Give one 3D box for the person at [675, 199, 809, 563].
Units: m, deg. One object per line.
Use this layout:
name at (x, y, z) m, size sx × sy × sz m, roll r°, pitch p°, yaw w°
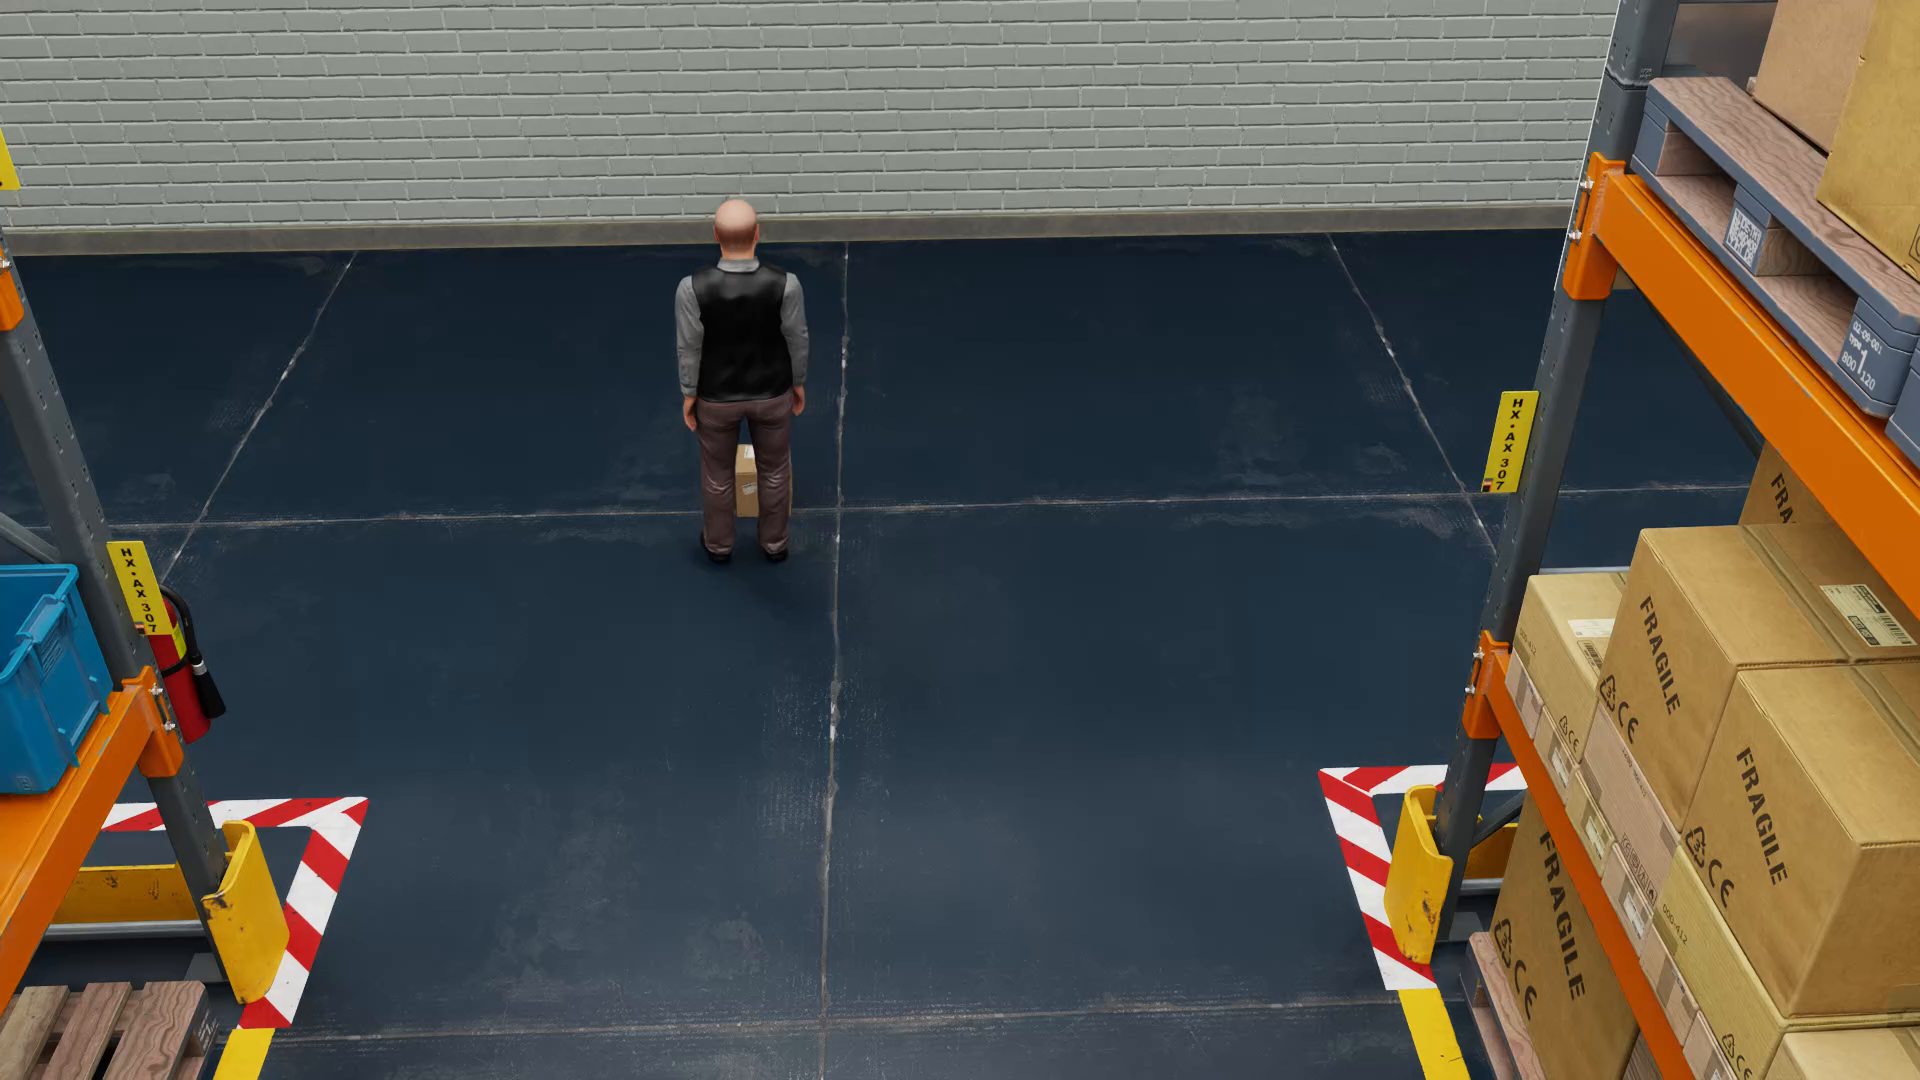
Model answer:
person at (-0.907, -0.646, 7.062) m, size 0.544 × 1.727 × 0.452 m, roll -6°, pitch 35°, yaw -8°
